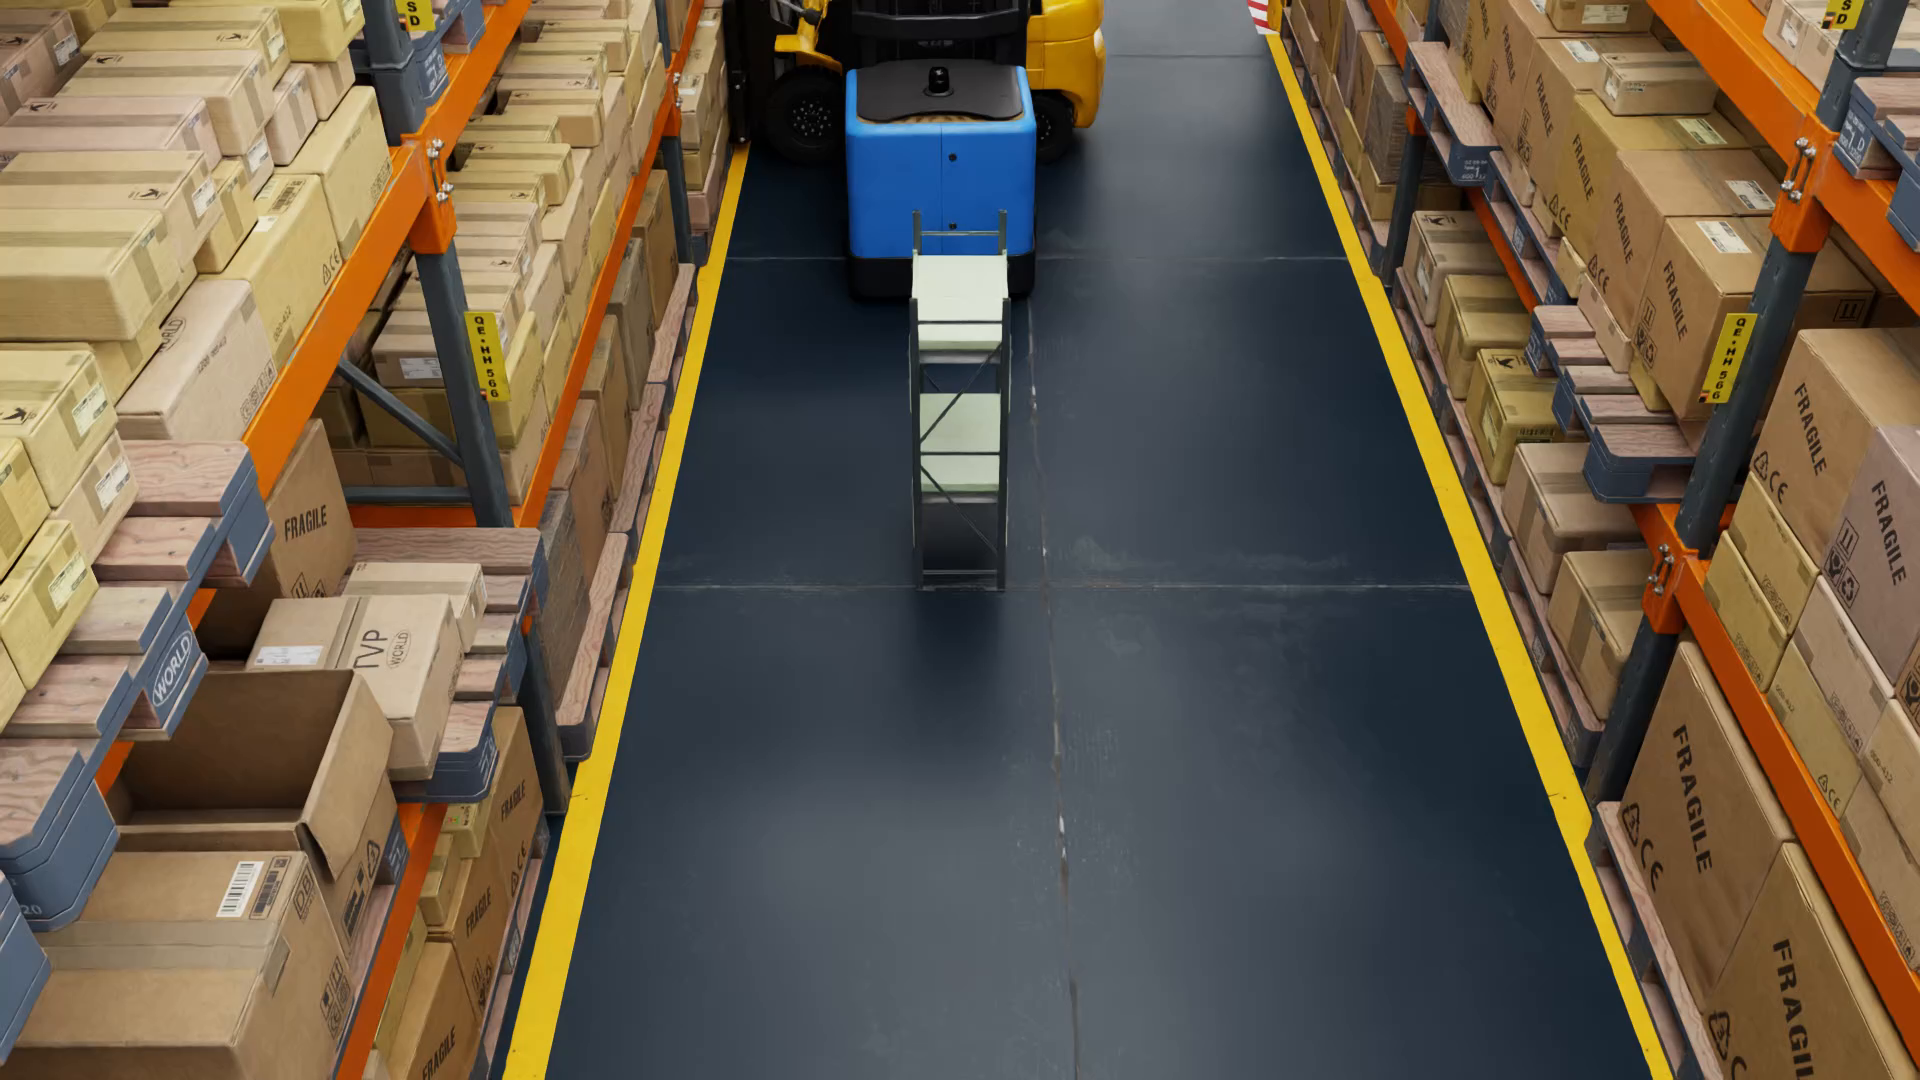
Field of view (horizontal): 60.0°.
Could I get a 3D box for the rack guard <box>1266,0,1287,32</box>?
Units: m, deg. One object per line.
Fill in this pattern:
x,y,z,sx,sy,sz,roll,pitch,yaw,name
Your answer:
2.933,-4.130,12.504,1.175,0.500,0.348,0,39,0,rack guard

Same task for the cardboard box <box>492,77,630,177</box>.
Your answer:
-1.767,-1.834,7.360,0.500,0.250,0.500,1,39,1,cardboard box

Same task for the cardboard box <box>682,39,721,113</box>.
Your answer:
-1.703,-2.749,9.845,0.500,0.250,0.500,0,39,0,cardboard box

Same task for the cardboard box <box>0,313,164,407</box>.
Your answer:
-1.805,-0.386,3.235,0.380,0.149,0.250,1,39,1,cardboard box

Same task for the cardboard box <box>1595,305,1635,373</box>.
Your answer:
2.589,-0.746,6.147,0.380,0.149,0.250,0,39,0,cardboard box

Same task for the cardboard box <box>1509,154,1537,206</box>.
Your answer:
2.596,-1.556,7.159,0.380,0.149,0.250,1,39,2,cardboard box

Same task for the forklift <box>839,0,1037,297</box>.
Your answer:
-0.165,-3.412,9.664,1.130,2.935,3.031,-2,39,-2,forklift

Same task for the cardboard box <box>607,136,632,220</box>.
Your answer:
-1.788,-1.647,7.527,0.500,0.250,0.500,0,39,0,cardboard box

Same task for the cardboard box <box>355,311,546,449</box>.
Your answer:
-1.753,-0.558,5.768,0.500,0.250,0.500,0,39,0,cardboard box

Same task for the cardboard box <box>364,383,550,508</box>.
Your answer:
-1.777,-0.363,5.925,0.500,0.250,0.500,0,39,0,cardboard box

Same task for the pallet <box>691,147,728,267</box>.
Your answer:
-1.985,-2.055,10.145,1.003,0.211,1.213,0,39,0,pallet

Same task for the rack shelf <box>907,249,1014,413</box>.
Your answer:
0.000,-0.894,7.042,0.431,0.370,0.720,0,39,0,rack shelf

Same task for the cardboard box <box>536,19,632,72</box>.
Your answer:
-1.705,-2.245,7.555,0.380,0.149,0.250,-1,39,-1,cardboard box

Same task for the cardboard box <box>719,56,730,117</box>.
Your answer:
-1.709,-2.864,10.388,0.500,0.250,0.500,0,39,0,cardboard box

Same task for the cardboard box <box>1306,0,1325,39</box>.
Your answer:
2.663,-3.690,11.219,0.500,0.500,0.500,-1,39,-2,cardboard box

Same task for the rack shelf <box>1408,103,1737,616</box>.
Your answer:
2.940,-1.120,7.324,1.077,0.370,4.000,0,39,0,rack shelf

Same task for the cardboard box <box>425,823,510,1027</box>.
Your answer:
-1.816,1.245,5.461,0.500,0.500,0.500,-1,39,-1,cardboard box

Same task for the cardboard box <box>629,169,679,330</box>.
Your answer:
-2.014,-1.557,8.857,0.875,0.625,0.625,2,39,2,cardboard box

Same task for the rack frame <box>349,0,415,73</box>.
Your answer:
-2.021,-2.485,3.655,1.000,3.000,0.127,0,39,0,rack frame

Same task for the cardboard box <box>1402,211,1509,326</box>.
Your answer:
2.941,-1.462,8.941,0.950,0.372,0.625,0,39,1,cardboard box

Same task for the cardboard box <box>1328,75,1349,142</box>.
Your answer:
2.662,-2.763,10.662,0.500,0.250,0.500,1,39,1,cardboard box

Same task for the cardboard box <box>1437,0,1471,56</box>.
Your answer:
2.651,-2.677,8.038,0.500,0.500,0.500,1,39,1,cardboard box

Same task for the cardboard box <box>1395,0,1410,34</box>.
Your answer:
2.625,-2.910,9.184,0.380,0.149,0.250,1,39,1,cardboard box

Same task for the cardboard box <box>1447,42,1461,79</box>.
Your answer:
2.622,-2.371,8.176,0.380,0.149,0.250,0,39,1,cardboard box

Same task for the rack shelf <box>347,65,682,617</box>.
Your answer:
-2.024,-1.114,7.317,1.077,0.370,4.000,0,39,0,rack shelf

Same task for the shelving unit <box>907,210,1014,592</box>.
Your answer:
0.000,-0.589,7.286,0.431,1.500,0.755,0,39,0,shelving unit

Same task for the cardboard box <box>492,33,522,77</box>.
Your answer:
-2.291,-2.150,7.755,0.500,0.250,0.500,0,39,-1,cardboard box

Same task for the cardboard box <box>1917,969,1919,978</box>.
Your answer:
2.708,1.172,4.008,0.500,0.250,0.500,0,39,0,cardboard box

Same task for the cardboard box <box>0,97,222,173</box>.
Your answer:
-1.821,-0.823,3.543,0.380,0.149,0.250,-1,39,-1,cardboard box

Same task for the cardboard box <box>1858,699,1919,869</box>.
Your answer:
2.684,0.665,4.241,0.500,0.250,0.500,0,39,0,cardboard box

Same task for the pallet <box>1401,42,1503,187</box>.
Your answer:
2.793,-2.099,8.123,1.003,0.211,1.213,0,39,0,pallet

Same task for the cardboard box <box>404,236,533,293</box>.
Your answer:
-1.755,-0.964,5.955,0.380,0.149,0.250,1,39,1,cardboard box

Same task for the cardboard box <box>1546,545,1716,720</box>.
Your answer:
2.952,0.358,6.670,0.950,0.372,0.625,-2,39,-3,cardboard box

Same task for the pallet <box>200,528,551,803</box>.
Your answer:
-1.950,0.355,5.062,1.213,0.211,1.003,0,39,0,pallet

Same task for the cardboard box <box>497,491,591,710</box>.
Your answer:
-2.008,0.229,6.629,0.875,0.625,0.625,1,39,1,cardboard box

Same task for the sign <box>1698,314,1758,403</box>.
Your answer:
2.400,-0.565,5.193,0.100,0.325,0.005,0,39,0,sign

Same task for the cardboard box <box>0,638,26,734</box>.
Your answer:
-1.623,0.256,2.419,0.380,0.149,0.250,0,39,-1,cardboard box

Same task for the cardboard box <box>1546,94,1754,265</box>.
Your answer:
2.650,-1.392,6.435,0.500,0.500,0.500,-3,39,-3,cardboard box

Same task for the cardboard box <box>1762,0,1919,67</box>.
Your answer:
2.724,-1.575,5.119,0.380,0.149,0.250,0,39,0,cardboard box

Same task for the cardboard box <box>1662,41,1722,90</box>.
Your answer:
3.165,-1.721,6.846,0.500,0.500,0.500,-1,39,-2,cardboard box

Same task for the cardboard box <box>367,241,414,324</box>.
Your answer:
-2.302,-0.881,6.171,0.500,0.250,0.500,0,39,0,cardboard box

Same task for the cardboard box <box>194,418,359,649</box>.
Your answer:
-2.177,-0.025,4.967,0.500,0.500,0.500,2,39,2,cardboard box

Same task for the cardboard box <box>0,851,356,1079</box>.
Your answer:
-1.795,1.037,3.642,0.700,0.500,0.500,0,39,0,cardboard box

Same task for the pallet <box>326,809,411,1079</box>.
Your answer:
-2.014,1.147,4.074,1.003,0.211,1.213,0,39,0,pallet

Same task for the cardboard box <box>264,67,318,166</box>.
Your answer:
-1.799,-1.028,4.037,0.380,0.149,0.250,-1,39,-1,cardboard box

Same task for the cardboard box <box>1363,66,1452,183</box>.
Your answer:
2.669,-2.405,9.616,0.500,0.500,0.500,-1,39,-1,cardboard box

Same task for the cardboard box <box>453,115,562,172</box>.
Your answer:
-1.836,-1.606,6.756,0.380,0.149,0.250,0,39,0,cardboard box

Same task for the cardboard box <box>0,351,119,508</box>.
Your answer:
-1.639,-0.184,2.730,0.380,0.149,0.250,0,39,0,cardboard box

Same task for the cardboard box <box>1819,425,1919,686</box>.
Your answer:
2.709,0.039,4.423,0.500,0.500,0.500,0,39,0,cardboard box

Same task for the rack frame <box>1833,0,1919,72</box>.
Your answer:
2.942,-2.491,3.663,1.000,3.000,0.127,0,39,0,rack frame

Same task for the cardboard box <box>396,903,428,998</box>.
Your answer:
-1.825,1.223,4.969,0.380,0.149,0.250,1,39,1,cardboard box

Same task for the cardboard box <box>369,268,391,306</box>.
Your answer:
-2.275,-0.965,5.957,0.380,0.149,0.250,0,39,0,cardboard box

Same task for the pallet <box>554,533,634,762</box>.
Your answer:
-1.983,0.429,7.046,1.003,0.211,1.213,0,39,0,pallet
